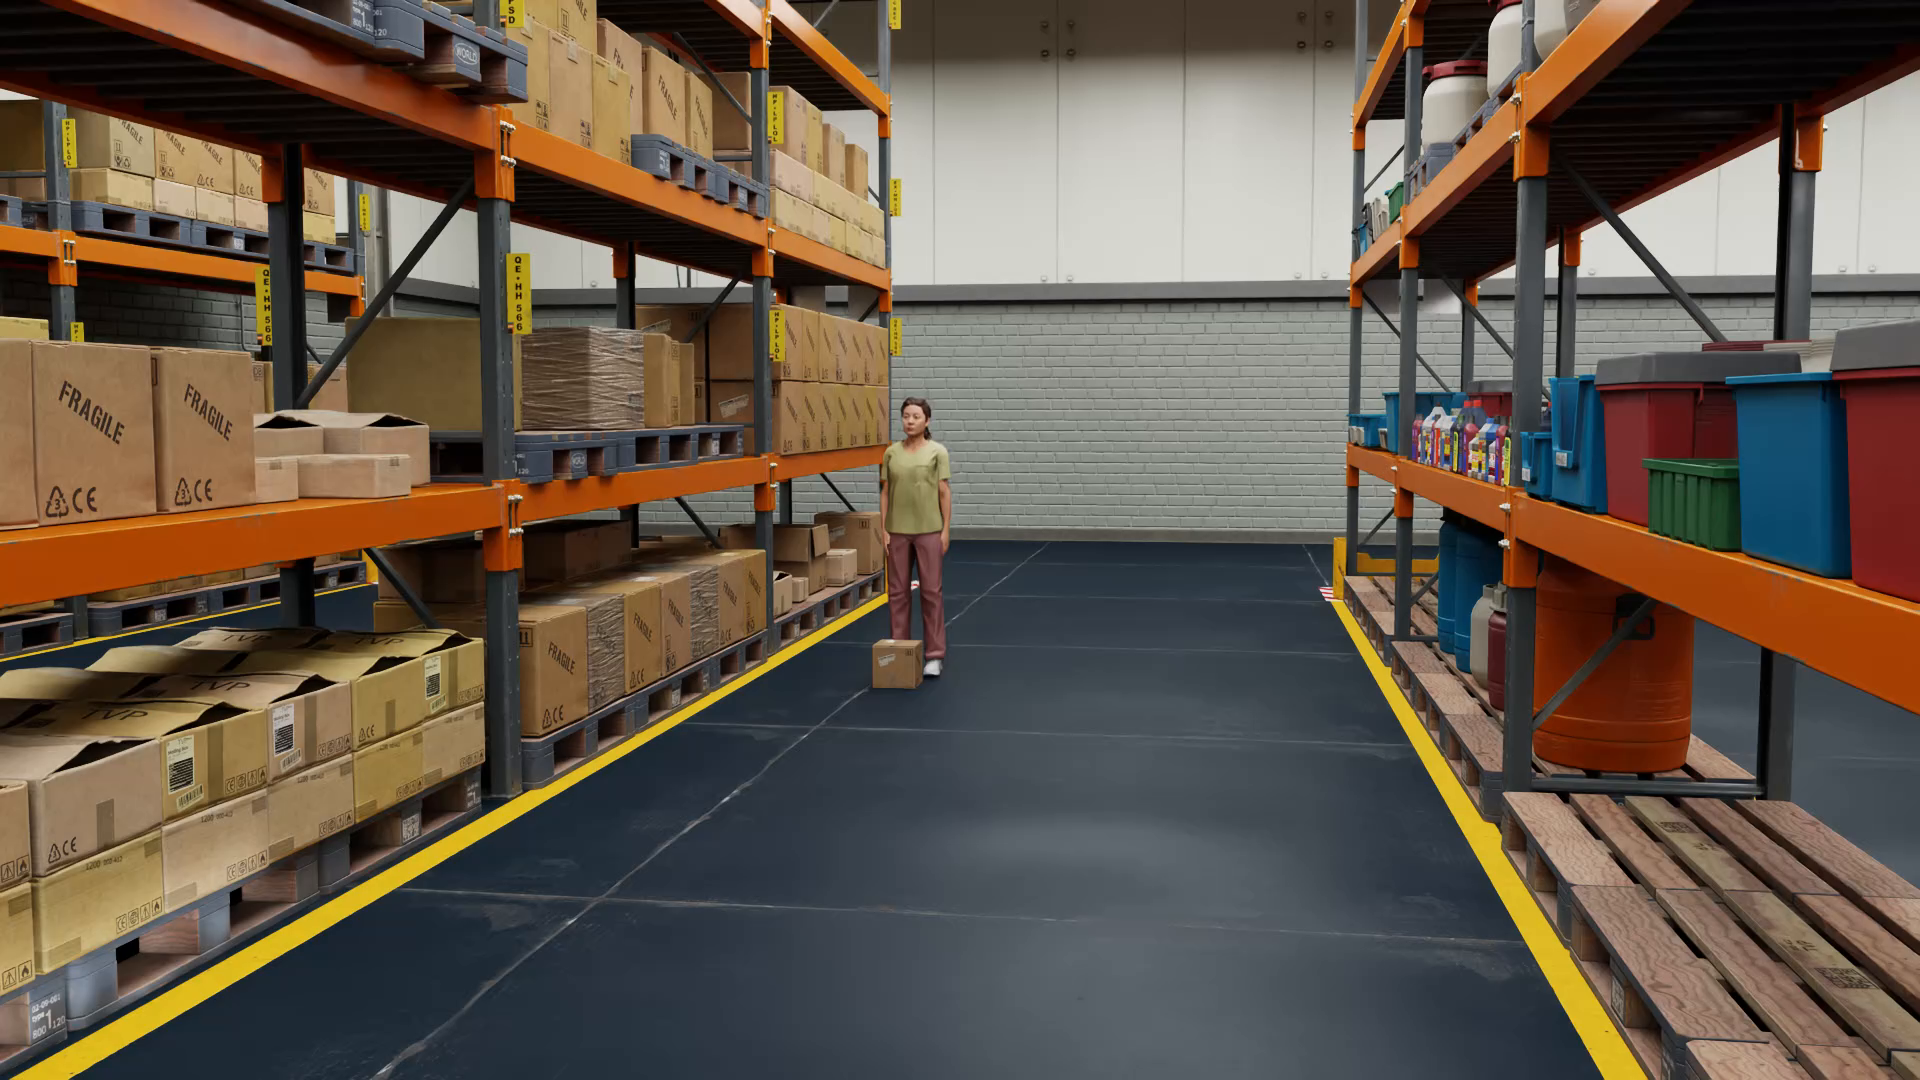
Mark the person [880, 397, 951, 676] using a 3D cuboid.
[{"bbox_3d":[-0.279,-0.028,10.128,0.444,1.679,0.396,1,5,10],"label":"person"}]
